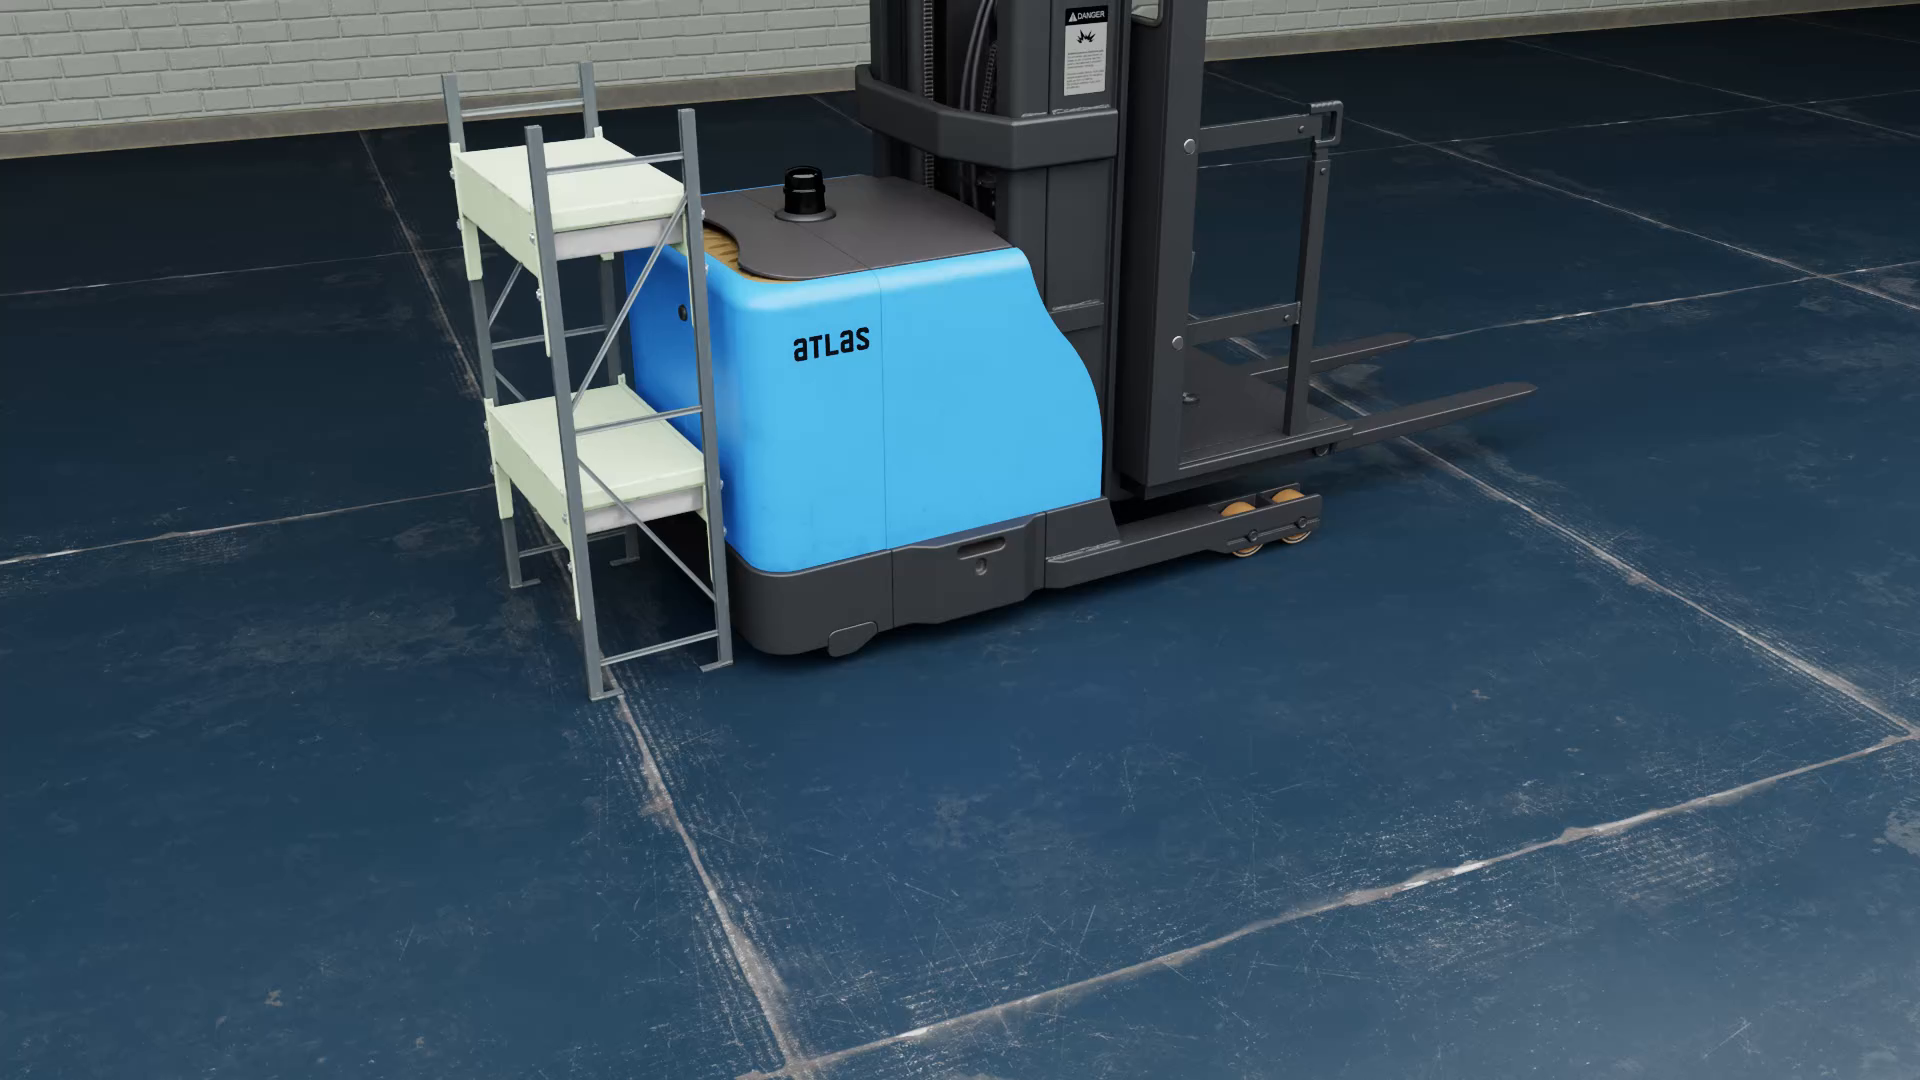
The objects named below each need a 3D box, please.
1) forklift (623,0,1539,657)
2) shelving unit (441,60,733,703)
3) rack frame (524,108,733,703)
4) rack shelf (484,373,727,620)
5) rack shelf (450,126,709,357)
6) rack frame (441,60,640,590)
[{"bbox_3d":[0.550,-1.453,4.884,3.031,2.935,1.130,-14,29,-26],"label":"forklift"},{"bbox_3d":[-0.982,-0.433,4.427,0.431,1.500,0.755,-14,29,-27],"label":"shelving unit"},{"bbox_3d":[-0.800,-0.294,4.142,0.400,1.500,0.023,-14,29,-27],"label":"rack frame"},{"bbox_3d":[-0.982,-0.140,4.571,0.431,0.370,0.720,-14,29,-27],"label":"rack shelf"},{"bbox_3d":[-0.982,-0.784,4.256,0.431,0.370,0.720,-14,29,-27],"label":"rack shelf"},{"bbox_3d":[-1.165,-0.572,4.713,0.400,1.500,0.023,-14,29,-27],"label":"rack frame"}]
